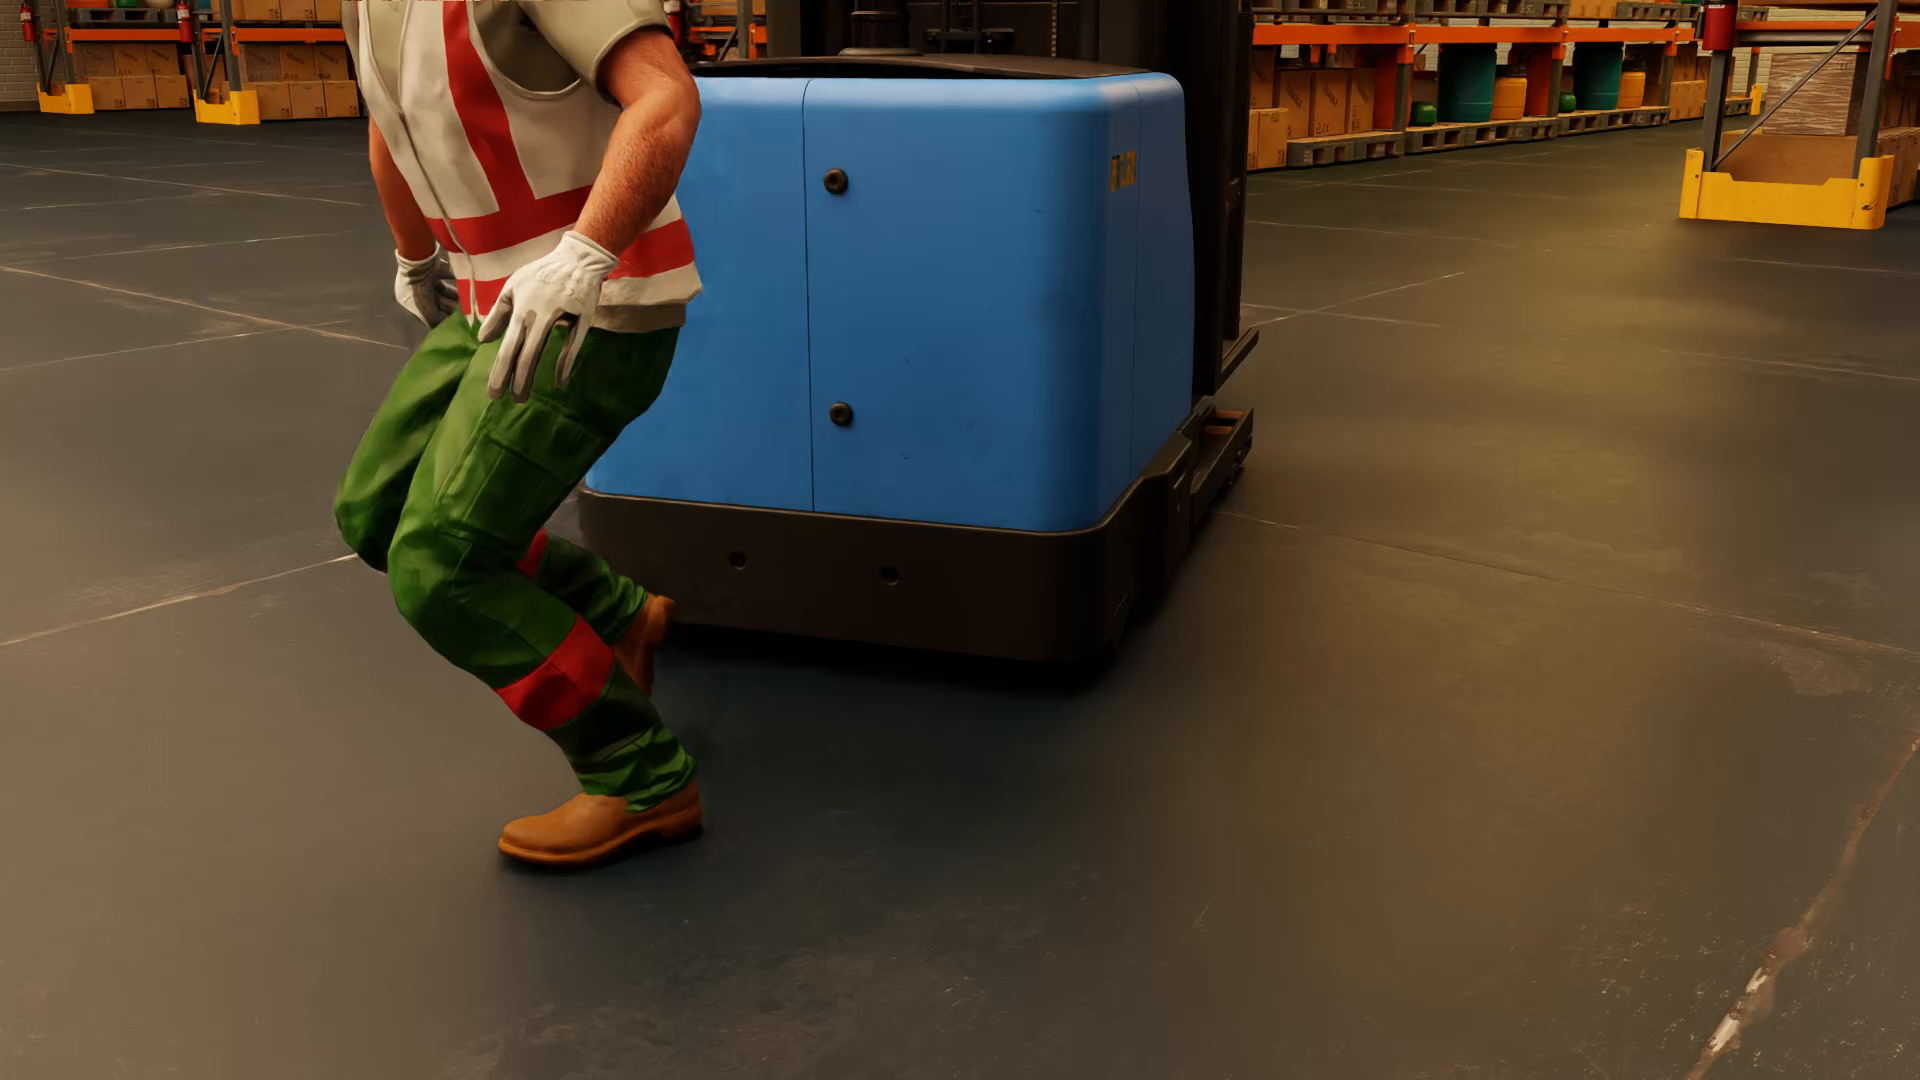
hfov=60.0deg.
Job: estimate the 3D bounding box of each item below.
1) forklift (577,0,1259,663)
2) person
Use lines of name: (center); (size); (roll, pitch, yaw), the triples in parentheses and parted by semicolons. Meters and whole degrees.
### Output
forklift: (0.182, -1.571, 4.072); (1.130, 2.935, 3.031); (5, 18, 17)
person: (-0.644, -0.346, 2.422); (0.545, 1.614, 0.991); (-11, 20, -33)
